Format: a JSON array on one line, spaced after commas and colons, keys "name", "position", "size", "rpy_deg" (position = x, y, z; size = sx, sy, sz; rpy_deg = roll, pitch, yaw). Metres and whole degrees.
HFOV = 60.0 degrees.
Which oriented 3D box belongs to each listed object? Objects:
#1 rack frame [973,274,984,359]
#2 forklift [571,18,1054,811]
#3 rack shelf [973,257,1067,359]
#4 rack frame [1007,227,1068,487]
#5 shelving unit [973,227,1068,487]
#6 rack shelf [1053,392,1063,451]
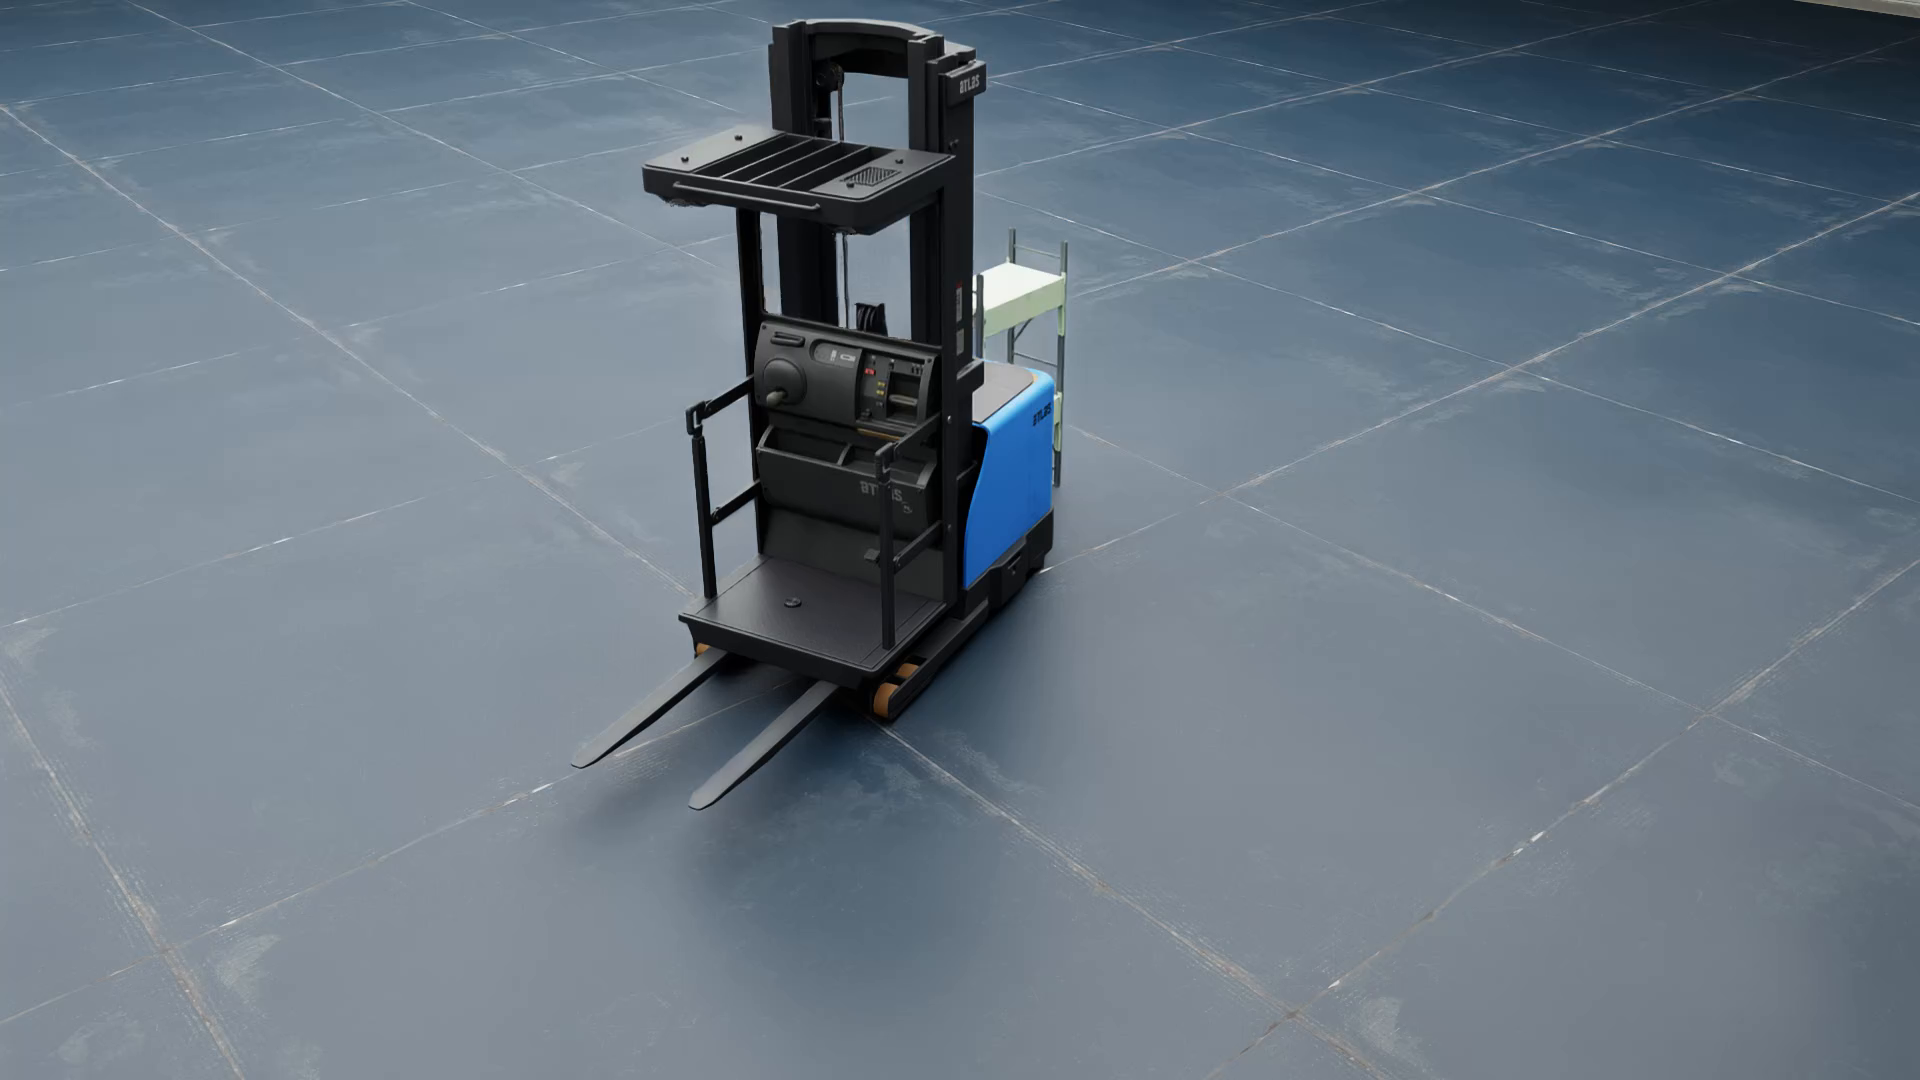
[{"name": "rack frame", "position": [-0.036, -0.774, 9.108], "size": [0.400, 1.500, 0.023], "rpy_deg": [22, 35, 35]}, {"name": "forklift", "position": [-0.636, -0.706, 7.462], "size": [1.130, 2.935, 3.031], "rpy_deg": [14, 31, 25]}, {"name": "rack shelf", "position": [0.199, -1.251, 9.171], "size": [0.431, 0.370, 0.720], "rpy_deg": [22, 35, 35]}, {"name": "rack frame", "position": [0.435, -1.038, 9.602], "size": [0.400, 1.500, 0.023], "rpy_deg": [22, 35, 35]}, {"name": "shelving unit", "position": [0.199, -0.906, 9.355], "size": [0.431, 1.500, 0.755], "rpy_deg": [22, 35, 35]}, {"name": "rack shelf", "position": [0.199, -0.619, 9.508], "size": [0.431, 0.370, 0.720], "rpy_deg": [22, 35, 35]}]
